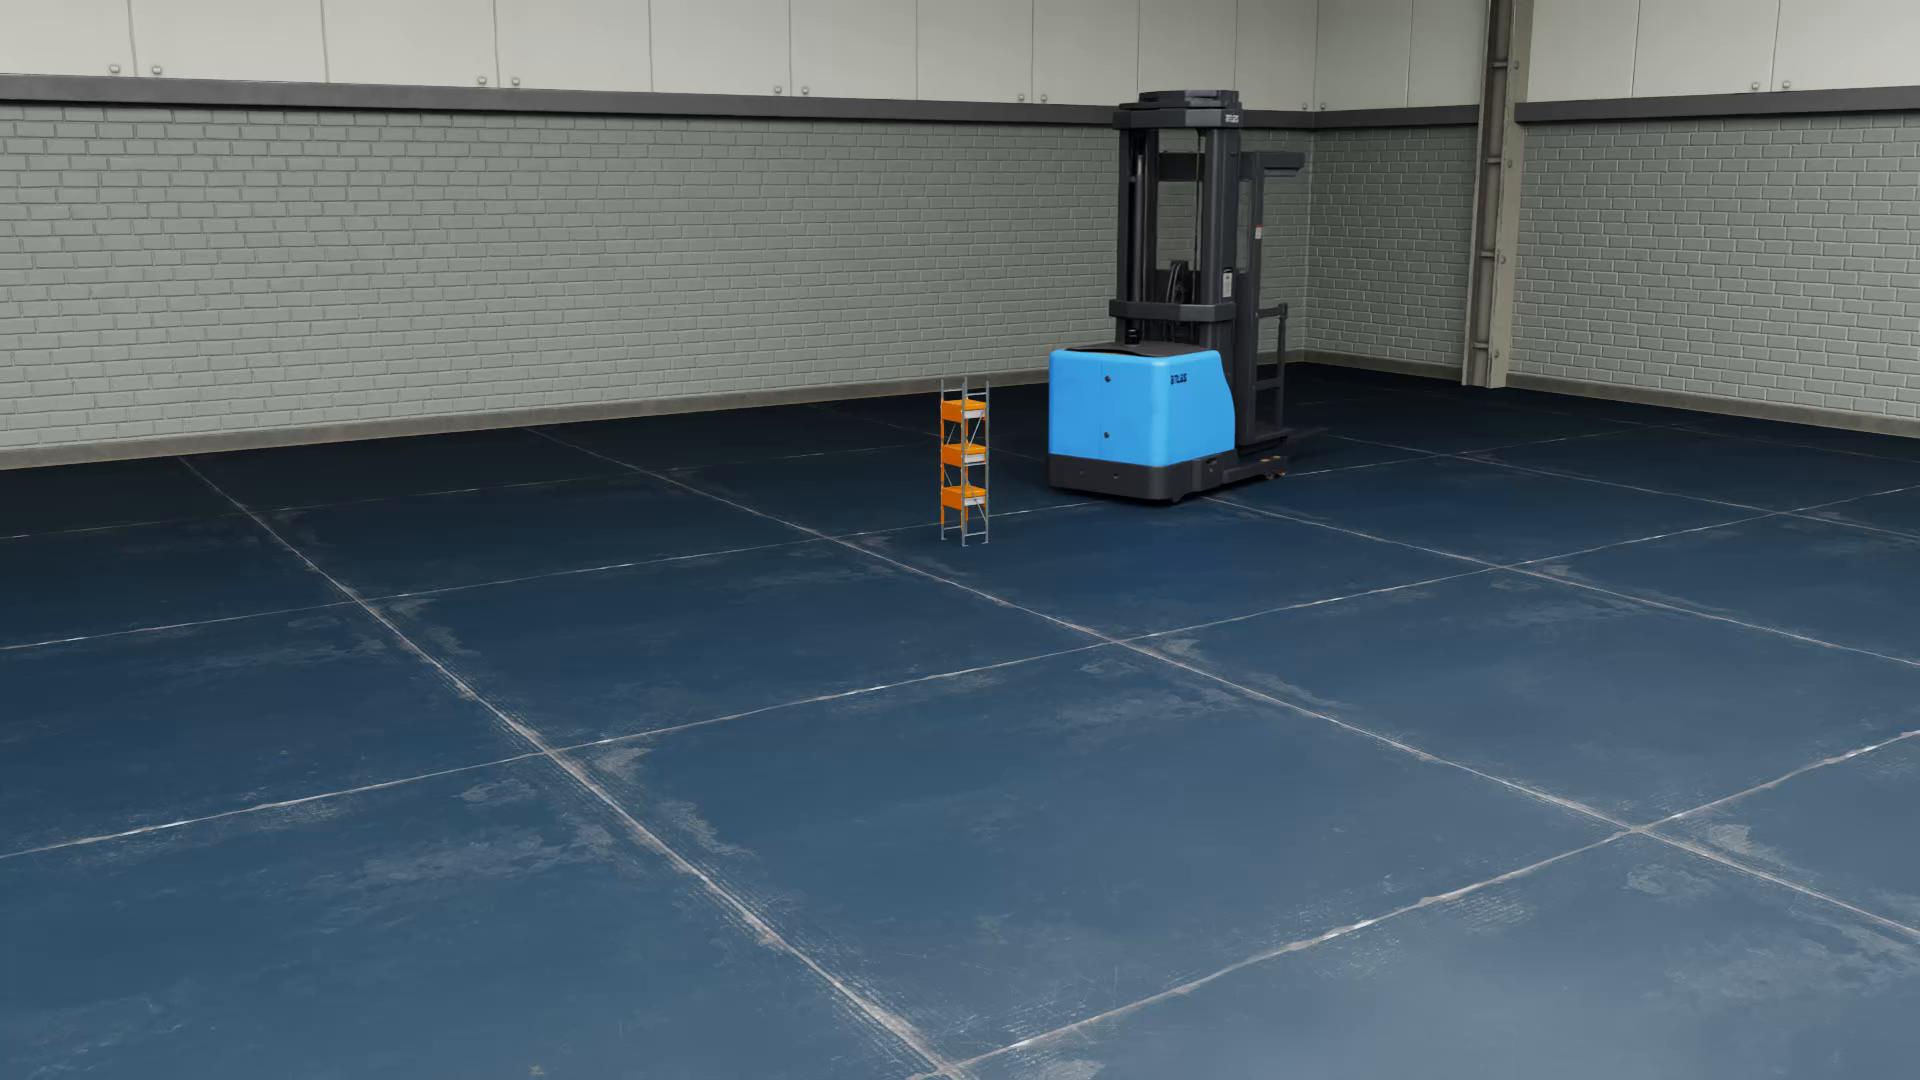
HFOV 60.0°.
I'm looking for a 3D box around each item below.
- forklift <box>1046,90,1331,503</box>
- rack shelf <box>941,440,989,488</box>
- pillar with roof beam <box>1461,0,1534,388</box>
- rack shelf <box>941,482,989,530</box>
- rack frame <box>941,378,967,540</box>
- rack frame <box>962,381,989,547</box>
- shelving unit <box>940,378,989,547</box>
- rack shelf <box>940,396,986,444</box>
[{"bbox_3d":[1.954,-1.959,12.959,1.130,2.935,3.031,10,16,38],"label":"forklift"},{"bbox_3d":[0.030,-0.493,10.708,0.215,0.259,0.240,-8,15,-33],"label":"rack shelf"},{"bbox_3d":[2.364,-5.639,15.582,9.100,9.000,0.400,-8,15,-33],"label":"pillar with roof beam"},{"bbox_3d":[0.030,-0.222,10.768,0.215,0.259,0.240,-8,15,-33],"label":"rack shelf"},{"bbox_3d":[-0.038,-0.525,10.805,0.200,1.050,0.008,-8,15,-33],"label":"rack frame"},{"bbox_3d":[0.097,-0.482,10.607,0.200,1.050,0.008,-8,15,-33],"label":"rack frame"},{"bbox_3d":[0.030,-0.503,10.706,0.215,1.050,0.252,-8,15,-33],"label":"shelving unit"},{"bbox_3d":[0.030,-0.770,10.648,0.215,0.259,0.240,-8,15,-33],"label":"rack shelf"}]
